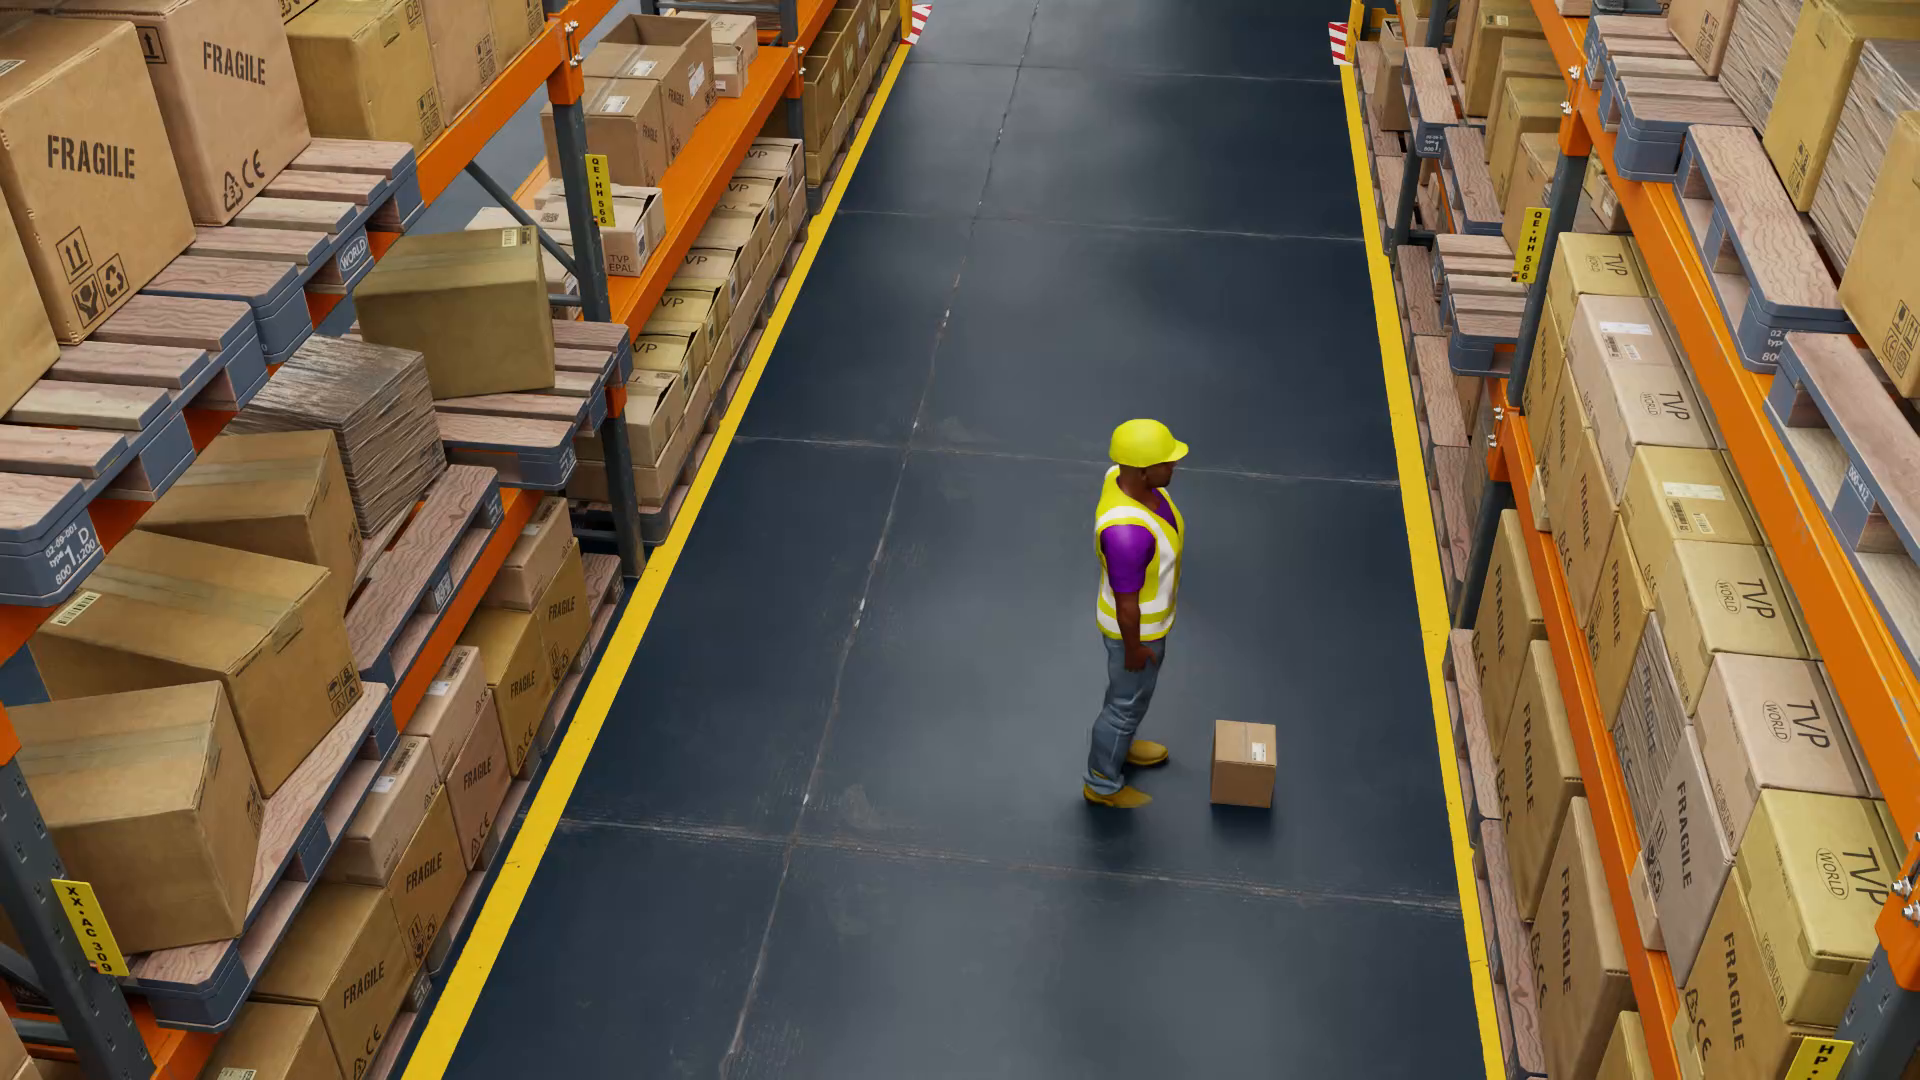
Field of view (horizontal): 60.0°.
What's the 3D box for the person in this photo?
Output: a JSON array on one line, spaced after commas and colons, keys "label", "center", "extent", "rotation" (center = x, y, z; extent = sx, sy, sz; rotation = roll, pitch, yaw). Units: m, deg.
[{"label": "person", "center": [-7.389, -3.596, 10.794], "extent": [18.071, 3.229, 9.187], "rotation": [5, 36, 7]}]
